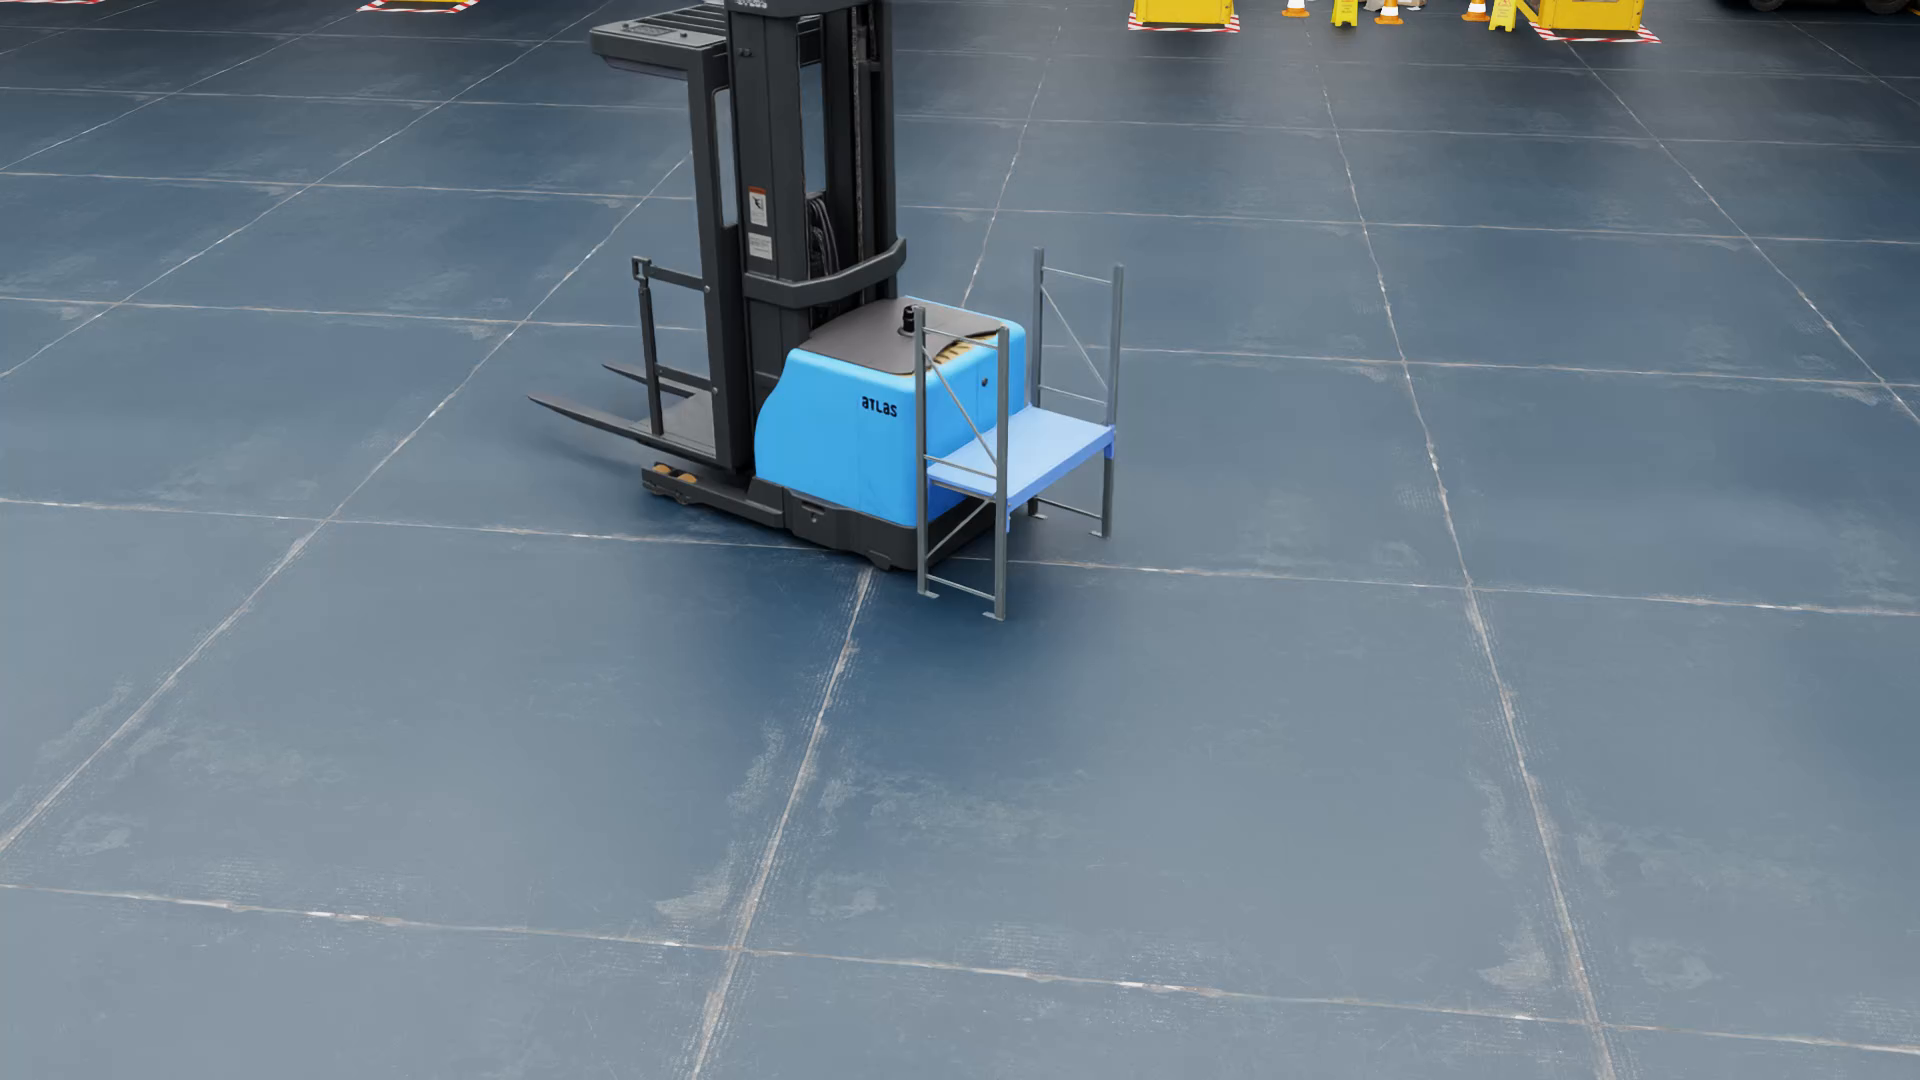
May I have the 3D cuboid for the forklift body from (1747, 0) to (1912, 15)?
[{"bbox_3d":[-2.093,-9.788,24.650,29.396,2.155,5.688,3,28,6],"label":"forklift body"}]

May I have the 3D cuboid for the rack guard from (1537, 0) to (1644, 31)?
[{"bbox_3d":[7.733,-6.545,20.371,1.175,0.500,0.348,3,28,6],"label":"rack guard"}]

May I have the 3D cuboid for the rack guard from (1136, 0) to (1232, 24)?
[{"bbox_3d":[2.796,-6.738,20.729,1.175,0.500,0.348,3,28,6],"label":"rack guard"}]

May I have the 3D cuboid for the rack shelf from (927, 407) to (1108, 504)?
[{"bbox_3d":[0.294,-0.421,8.226,0.459,0.062,0.952,18,33,30],"label":"rack shelf"}]

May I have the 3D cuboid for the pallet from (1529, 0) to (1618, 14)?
[{"bbox_3d":[7.868,-6.798,21.146,1.003,0.211,1.213,3,28,6],"label":"pallet"}]

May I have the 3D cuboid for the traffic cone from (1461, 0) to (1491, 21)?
[{"bbox_3d":[6.496,-6.770,20.828,0.336,0.463,0.334,3,28,6],"label":"traffic cone"}]

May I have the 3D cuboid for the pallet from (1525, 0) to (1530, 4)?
[{"bbox_3d":[8.020,-7.371,22.209,1.003,0.211,1.213,3,28,6],"label":"pallet"}]

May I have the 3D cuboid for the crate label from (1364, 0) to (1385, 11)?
[{"bbox_3d":[5.388,-6.905,21.422,0.250,0.136,0.298,-11,30,-20],"label":"crate label"}]

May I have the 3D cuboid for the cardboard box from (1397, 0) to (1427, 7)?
[{"bbox_3d":[5.880,-7.088,21.751,0.380,0.149,0.250,20,34,32],"label":"cardboard box"}]

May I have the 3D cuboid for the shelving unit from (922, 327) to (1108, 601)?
[{"bbox_3d":[0.284,-0.528,8.149,0.475,1.308,0.991,18,33,30],"label":"shelving unit"}]

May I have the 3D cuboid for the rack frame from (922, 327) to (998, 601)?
[{"bbox_3d":[0.007,-0.337,7.794,0.475,1.308,0.013,18,33,30],"label":"rack frame"}]

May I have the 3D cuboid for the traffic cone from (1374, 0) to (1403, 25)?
[{"bbox_3d":[5.353,-6.674,20.651,0.336,0.463,0.334,3,28,6],"label":"traffic cone"}]

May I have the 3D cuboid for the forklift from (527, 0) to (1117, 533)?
[{"bbox_3d":[-3.444,-5.368,14.920,16.119,3.598,10.237,18,33,30],"label":"forklift"}]

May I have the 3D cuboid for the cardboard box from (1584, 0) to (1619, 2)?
[{"bbox_3d":[8.097,-6.947,20.939,0.507,0.250,0.507,4,29,6],"label":"cardboard box"}]
